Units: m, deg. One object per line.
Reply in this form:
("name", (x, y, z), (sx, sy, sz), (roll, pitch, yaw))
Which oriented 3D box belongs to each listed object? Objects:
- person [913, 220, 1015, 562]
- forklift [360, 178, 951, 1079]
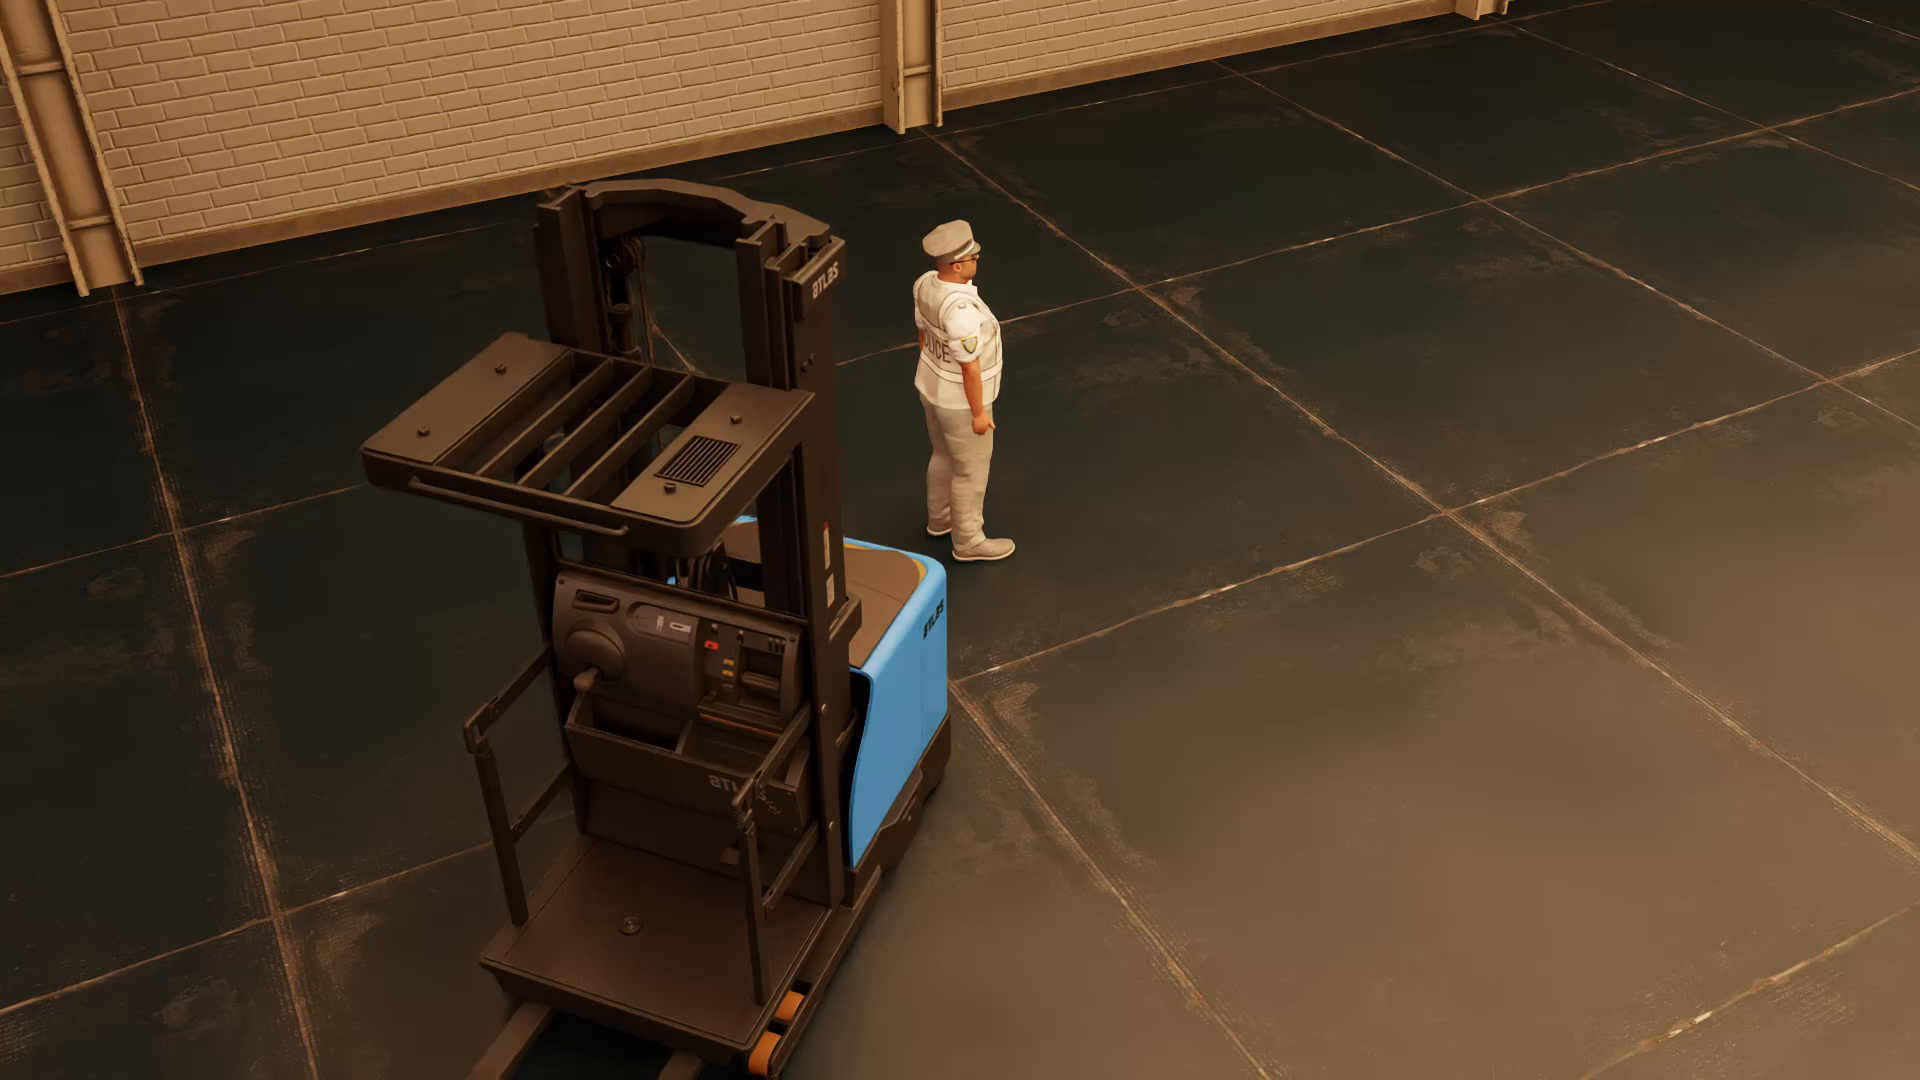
("person", (0.002, -0.727, 8.157), (0.407, 1.776, 0.526), (-17, 39, -23))
("forklift", (-1.047, 0.449, 5.488), (1.130, 2.935, 3.031), (13, 37, 17))
